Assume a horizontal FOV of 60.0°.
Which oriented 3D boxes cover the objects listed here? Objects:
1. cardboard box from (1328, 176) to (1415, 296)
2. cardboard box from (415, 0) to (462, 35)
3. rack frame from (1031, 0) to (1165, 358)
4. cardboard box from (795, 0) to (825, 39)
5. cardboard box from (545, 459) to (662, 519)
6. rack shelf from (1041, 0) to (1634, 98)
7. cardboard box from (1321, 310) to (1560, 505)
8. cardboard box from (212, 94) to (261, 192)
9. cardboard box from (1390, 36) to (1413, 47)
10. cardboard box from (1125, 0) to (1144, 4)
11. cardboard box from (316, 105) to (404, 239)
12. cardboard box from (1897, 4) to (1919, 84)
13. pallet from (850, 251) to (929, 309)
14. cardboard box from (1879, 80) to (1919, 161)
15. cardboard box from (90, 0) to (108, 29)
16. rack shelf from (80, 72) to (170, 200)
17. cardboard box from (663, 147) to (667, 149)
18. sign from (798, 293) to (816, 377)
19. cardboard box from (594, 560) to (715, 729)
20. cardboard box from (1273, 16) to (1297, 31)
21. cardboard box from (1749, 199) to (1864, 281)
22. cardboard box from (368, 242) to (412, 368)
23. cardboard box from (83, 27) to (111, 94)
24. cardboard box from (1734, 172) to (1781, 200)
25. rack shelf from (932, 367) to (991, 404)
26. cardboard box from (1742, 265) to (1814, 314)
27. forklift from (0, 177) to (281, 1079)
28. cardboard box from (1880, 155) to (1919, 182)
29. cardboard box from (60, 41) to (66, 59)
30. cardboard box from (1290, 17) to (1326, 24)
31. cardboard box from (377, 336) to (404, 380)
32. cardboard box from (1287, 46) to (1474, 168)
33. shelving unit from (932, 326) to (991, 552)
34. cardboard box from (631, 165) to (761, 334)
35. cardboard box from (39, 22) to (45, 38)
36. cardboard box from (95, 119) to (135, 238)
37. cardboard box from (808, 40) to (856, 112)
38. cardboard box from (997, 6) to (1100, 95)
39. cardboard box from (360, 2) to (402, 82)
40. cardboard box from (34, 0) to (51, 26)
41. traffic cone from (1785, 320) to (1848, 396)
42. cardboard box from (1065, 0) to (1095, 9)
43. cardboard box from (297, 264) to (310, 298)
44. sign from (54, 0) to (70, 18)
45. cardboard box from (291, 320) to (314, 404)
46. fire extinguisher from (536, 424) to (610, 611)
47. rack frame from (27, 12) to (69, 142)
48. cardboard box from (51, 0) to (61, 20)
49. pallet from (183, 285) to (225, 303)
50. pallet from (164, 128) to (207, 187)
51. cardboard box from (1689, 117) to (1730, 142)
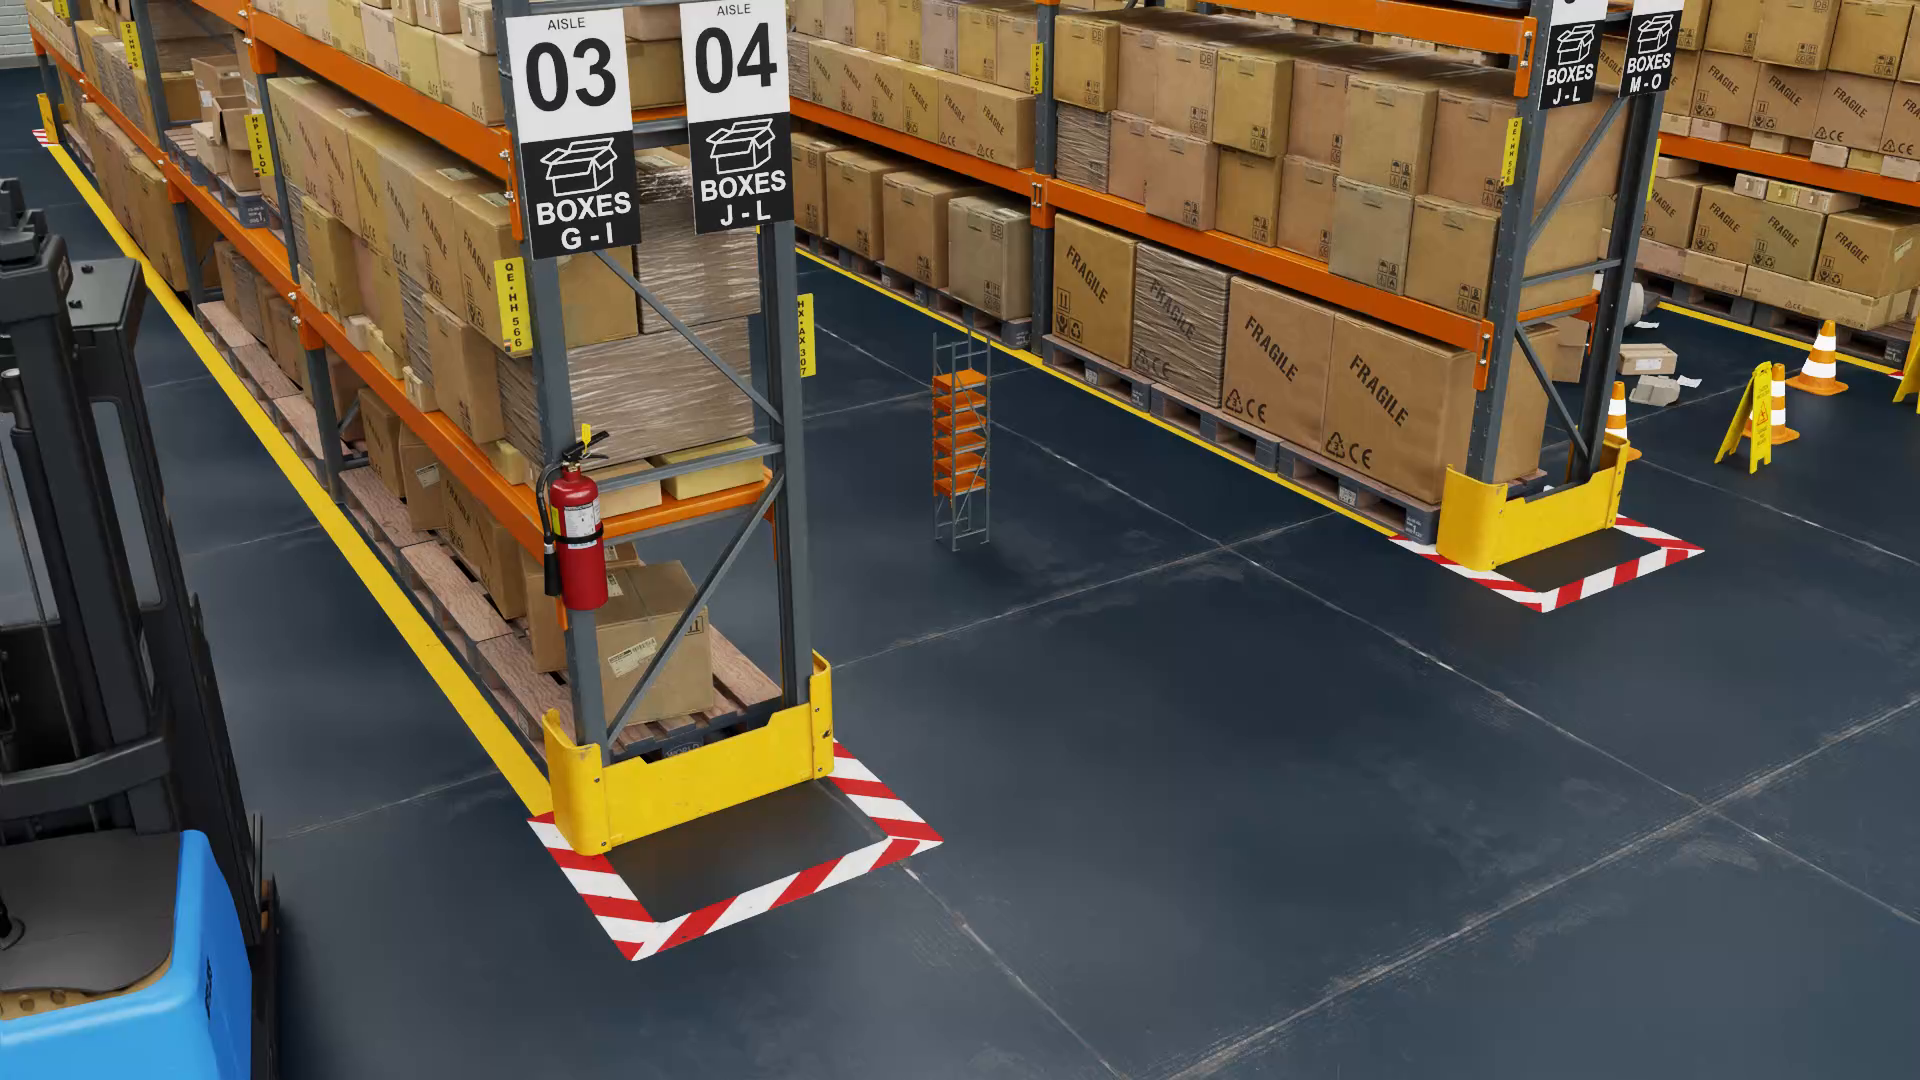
[{"bbox_3d":[2.593,-1.764,9.297,0.875,0.550,0.550,-16,29,-30],"label":"cardboard box"},{"bbox_3d":[-1.757,-1.951,6.064,0.380,0.149,0.250,-17,30,-32],"label":"cardboard box"},{"bbox_3d":[0.968,-2.813,11.695,1.000,3.000,0.127,-16,29,-30],"label":"rack frame"},{"bbox_3d":[-0.979,-4.578,14.146,0.700,0.500,0.500,-16,29,-30],"label":"cardboard box"},{"bbox_3d":[-1.387,-0.203,6.460,0.380,0.149,0.250,-16,29,-30],"label":"cardboard box"},{"bbox_3d":[2.060,-3.129,9.693,1.077,0.370,4.000,-16,29,-30],"label":"rack shelf"},{"bbox_3d":[2.726,-0.839,9.510,0.875,0.875,0.875,-15,29,-29],"label":"cardboard box"},{"bbox_3d":[-4.266,-2.528,10.479,0.797,0.503,0.637,-12,28,-24],"label":"cardboard box"},{"bbox_3d":[4.106,-4.471,15.010,0.380,0.149,0.250,-15,29,-29],"label":"cardboard box"},{"bbox_3d":[2.117,-5.888,17.800,0.500,0.250,0.500,-16,30,-31],"label":"cardboard box"},{"bbox_3d":[-2.663,-1.748,7.801,0.500,0.500,0.500,-16,29,-30],"label":"cardboard box"},{"bbox_3d":[6.782,-3.336,11.166,0.700,0.500,0.500,-16,30,-31],"label":"cardboard box"},{"bbox_3d":[-0.186,-2.247,13.763,1.003,0.211,1.213,-16,29,-30],"label":"pallet"},{"bbox_3d":[6.717,-2.882,11.375,0.500,0.500,0.500,-16,30,-30],"label":"cardboard box"},{"bbox_3d":[-7.254,-4.827,14.669,0.797,0.503,0.637,-16,30,-31],"label":"cardboard box"},{"bbox_3d":[-6.518,-3.514,14.023,1.077,0.370,4.000,-16,29,-30],"label":"rack shelf"},{"bbox_3d":[-2.927,-4.219,17.110,0.500,0.500,0.500,-14,29,-27],"label":"cardboard box"},{"bbox_3d":[-0.604,-0.781,6.376,0.100,0.325,0.005,-16,29,-30],"label":"sign"},{"bbox_3d":[-1.386,0.451,7.218,0.500,0.500,0.500,-10,27,-20],"label":"cardboard box"},{"bbox_3d":[3.268,-5.029,16.193,0.380,0.149,0.250,-15,29,-29],"label":"cardboard box"},{"bbox_3d":[6.301,-2.269,12.394,0.500,0.500,0.500,-14,29,-28],"label":"cardboard box"},{"bbox_3d":[-2.210,-1.167,7.742,0.875,0.500,0.500,-16,29,-30],"label":"cardboard box"},{"bbox_3d":[-7.293,-4.198,14.511,0.500,0.500,0.500,-15,29,-29],"label":"cardboard box"},{"bbox_3d":[6.055,-2.678,12.499,0.380,0.149,0.250,-14,29,-27],"label":"cardboard box"},{"bbox_3d":[0.008,-0.823,8.848,0.258,0.103,0.180,-16,29,-30],"label":"rack shelf"},{"bbox_3d":[6.301,-1.932,12.558,0.500,0.250,0.500,-15,29,-29],"label":"cardboard box"},{"bbox_3d":[-2.973,0.286,5.211,1.130,2.935,3.031,-9,27,-19],"label":"forklift"},{"bbox_3d":[6.630,-2.607,11.553,0.380,0.149,0.250,-16,30,-30],"label":"cardboard box"},{"bbox_3d":[-8.472,-4.750,16.092,0.380,0.149,0.250,-15,29,-29],"label":"cardboard box"},{"bbox_3d":[3.515,-5.215,15.826,0.500,0.500,0.500,-15,29,-29],"label":"cardboard box"},{"bbox_3d":[-2.547,-0.899,7.936,0.380,0.149,0.250,-16,29,-30],"label":"cardboard box"},{"bbox_3d":[2.412,-2.487,9.565,0.875,0.550,0.550,-16,29,-30],"label":"cardboard box"},{"bbox_3d":[0.008,-0.537,8.983,0.258,1.200,0.189,-16,29,-30],"label":"shelving unit"},{"bbox_3d":[-1.131,-1.155,6.546,0.500,0.500,0.500,-16,29,-30],"label":"cardboard box"},{"bbox_3d":[-9.314,-5.301,17.259,0.380,0.149,0.250,-16,30,-31],"label":"cardboard box"},{"bbox_3d":[-6.755,-3.240,14.597,1.225,0.875,0.875,-17,30,-31],"label":"cardboard box"},{"bbox_3d":[-0.916,-3.884,13.847,0.500,0.500,0.500,-16,30,-30],"label":"cardboard box"},{"bbox_3d":[0.692,-3.487,11.834,0.700,0.500,0.500,-16,30,-30],"label":"cardboard box"},{"bbox_3d":[-2.083,-2.028,6.693,0.500,0.250,0.500,-15,29,-28],"label":"cardboard box"},{"bbox_3d":[-9.197,-5.453,17.114,0.500,0.250,0.500,-17,30,-31],"label":"cardboard box"},{"bbox_3d":[5.929,-1.278,11.415,0.336,0.463,0.334,-16,29,-30],"label":"traffic cone"},{"bbox_3d":[1.528,-6.025,18.674,0.500,0.250,0.500,-16,30,-30],"label":"cardboard box"},{"bbox_3d":[-3.377,-1.433,9.066,0.380,0.149,0.250,-16,29,-30],"label":"cardboard box"},{"bbox_3d":[-8.074,-4.852,14.908,0.100,0.325,0.005,-16,29,-30],"label":"sign"},{"bbox_3d":[-3.804,-1.162,10.610,0.700,0.500,0.500,-16,29,-30],"label":"cardboard box"},{"bbox_3d":[-1.383,-0.079,5.995,0.296,0.674,0.183,-16,29,-30],"label":"fire extinguisher"},{"bbox_3d":[-9.793,-5.985,18.415,1.000,3.000,0.127,-16,29,-30],"label":"rack frame"},{"bbox_3d":[-8.355,-5.243,15.791,0.500,0.500,0.500,-15,29,-29],"label":"cardboard box"},{"bbox_3d":[-5.793,-2.163,13.584,1.003,0.211,1.213,-16,29,-30],"label":"pallet"},{"bbox_3d":[-4.948,-2.807,11.908,1.213,0.211,1.003,-16,29,-30],"label":"pallet"},{"bbox_3d":[5.815,-3.158,12.721,0.380,0.149,0.250,-16,29,-30],"label":"cardboard box"}]
